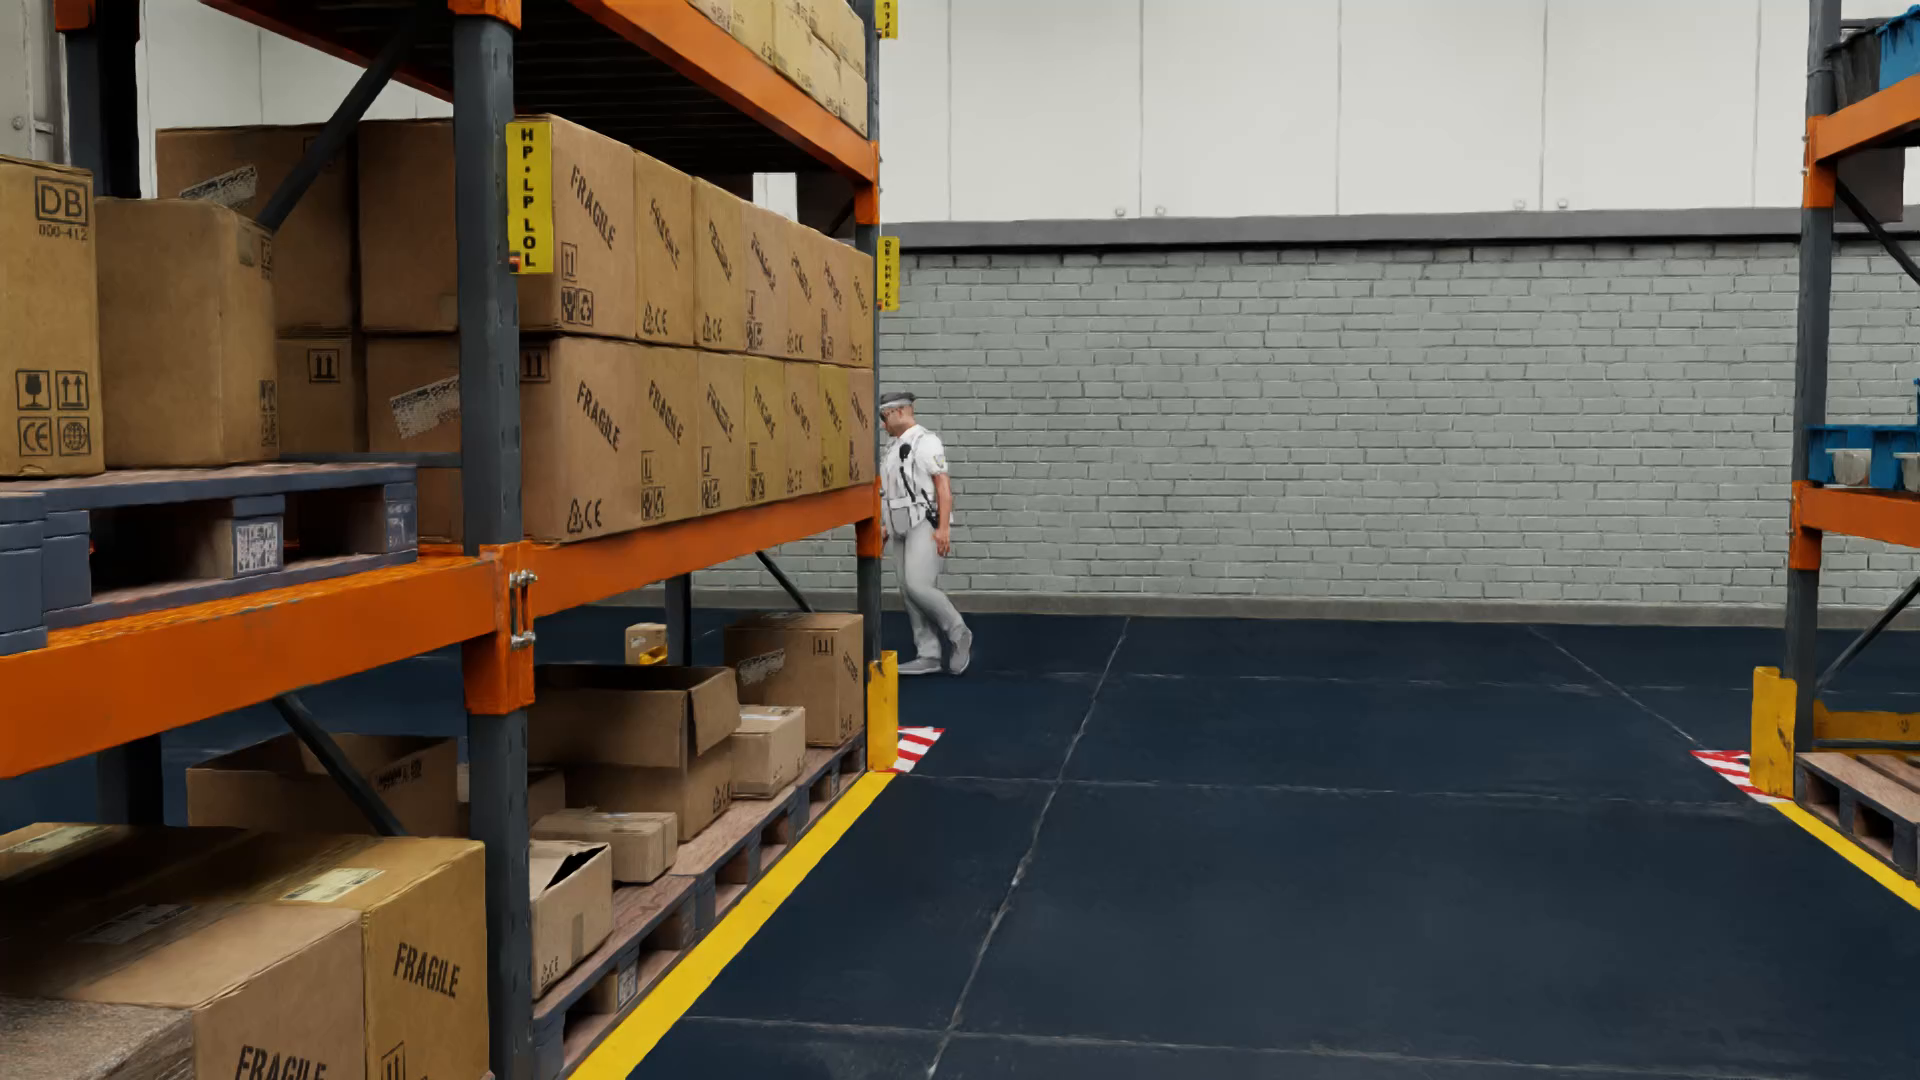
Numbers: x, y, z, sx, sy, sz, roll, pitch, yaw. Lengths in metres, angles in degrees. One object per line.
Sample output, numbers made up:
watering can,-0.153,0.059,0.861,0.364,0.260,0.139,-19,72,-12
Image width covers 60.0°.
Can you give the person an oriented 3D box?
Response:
person,-0.242,-0.047,10.232,0.490,1.728,0.608,-3,6,-38
